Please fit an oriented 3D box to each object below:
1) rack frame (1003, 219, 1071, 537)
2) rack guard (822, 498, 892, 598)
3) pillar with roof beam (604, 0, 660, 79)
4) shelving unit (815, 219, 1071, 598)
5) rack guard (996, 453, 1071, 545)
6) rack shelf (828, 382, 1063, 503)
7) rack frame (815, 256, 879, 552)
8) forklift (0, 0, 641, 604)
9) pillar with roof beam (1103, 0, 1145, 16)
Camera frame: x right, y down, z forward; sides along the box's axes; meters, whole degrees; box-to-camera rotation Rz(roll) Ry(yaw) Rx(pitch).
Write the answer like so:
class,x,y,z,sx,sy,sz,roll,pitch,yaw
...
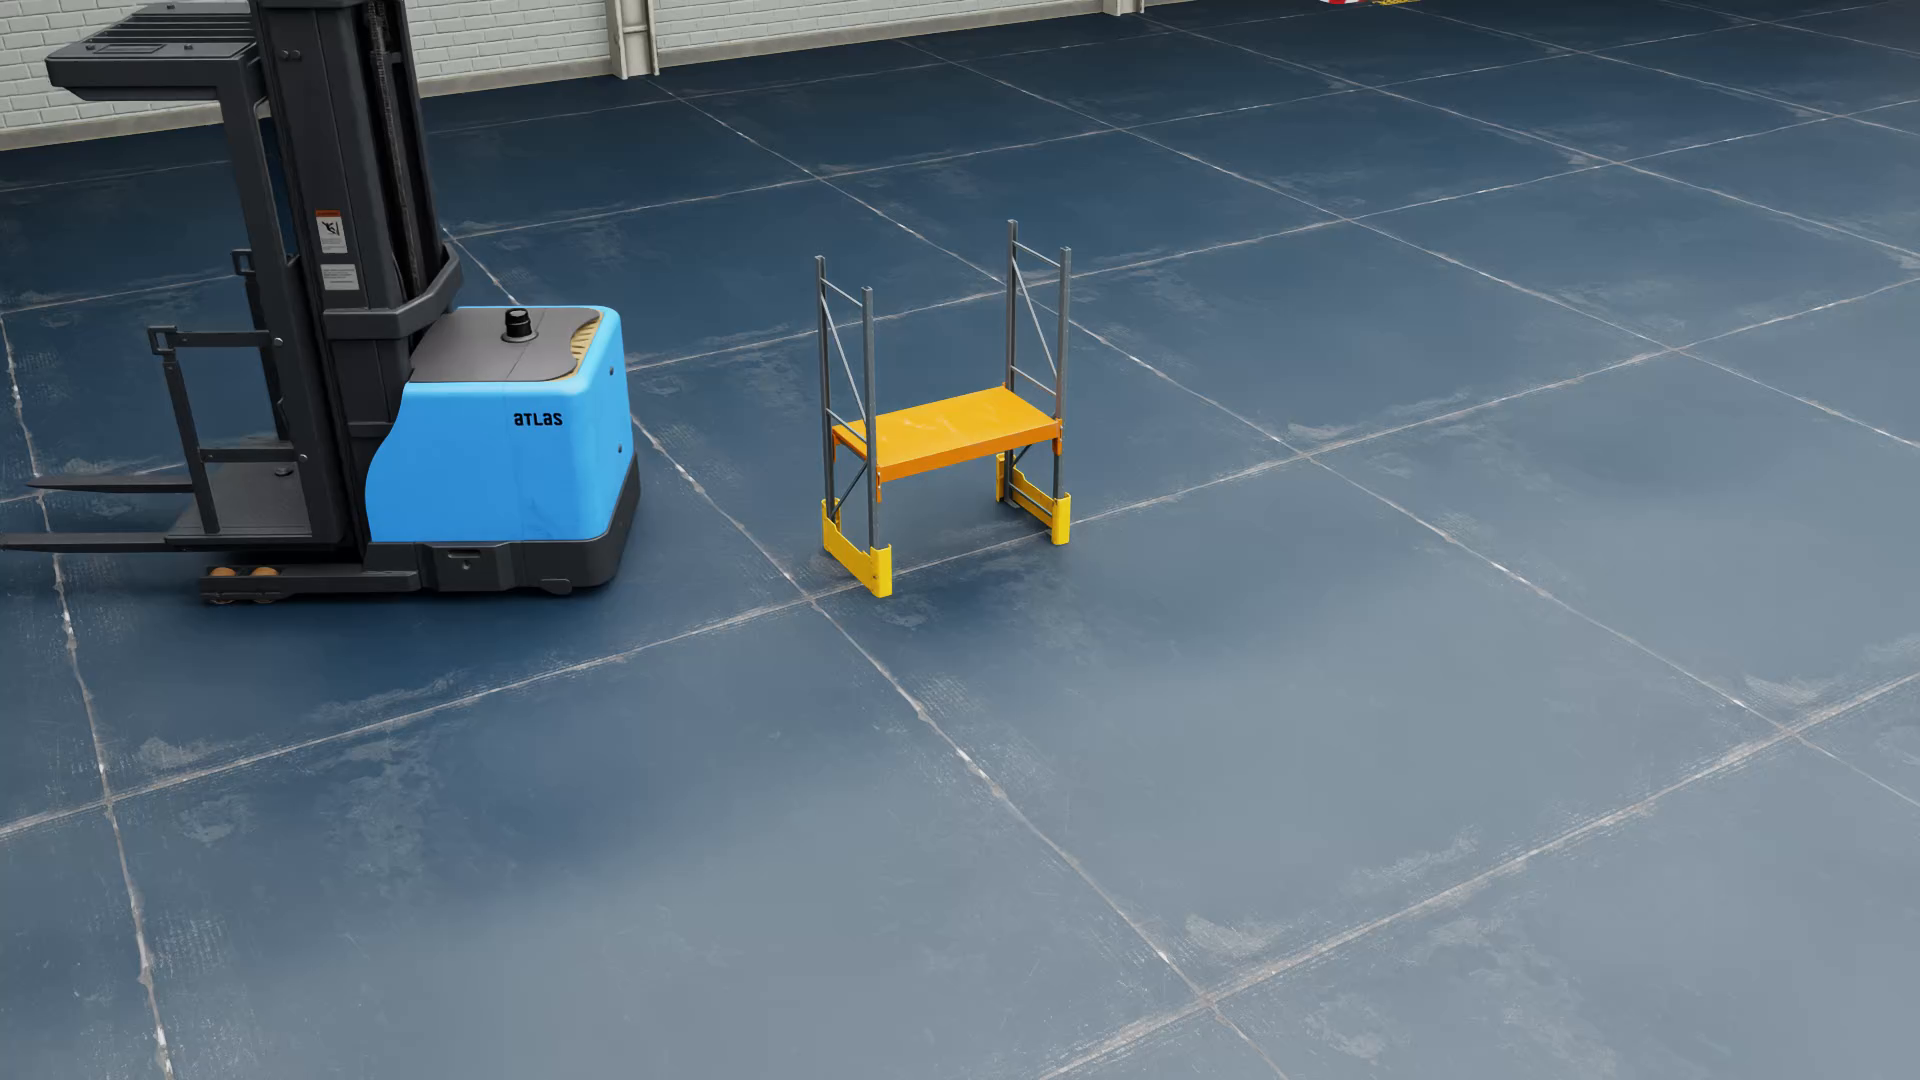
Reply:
class,x,y,z,sx,sy,sz,roll,pitch,yaw
rack frame,0.365,-0.760,8.075,0.032,1.500,0.500,-16,33,-26
rack guard,-0.495,0.031,7.935,0.087,0.250,0.587,-16,33,-26
pillar with roof beam,-1.090,-6.847,11.344,0.400,9.000,9.100,-16,33,-26
shelving unit,-0.066,-0.638,7.854,1.083,1.500,0.587,-16,33,-26
rack guard,0.364,-0.213,8.377,0.087,0.250,0.587,-16,33,-26
rack shelf,-0.074,-0.478,7.937,1.000,0.185,0.538,-16,33,-26
rack frame,-0.512,-0.511,7.624,0.032,1.500,0.500,-16,33,-26
forklift,-3.146,-1.245,7.472,3.031,2.935,1.130,-1,29,-1
pillar with roof beam,4.083,-8.316,14.006,0.400,9.000,9.100,-16,33,-26
